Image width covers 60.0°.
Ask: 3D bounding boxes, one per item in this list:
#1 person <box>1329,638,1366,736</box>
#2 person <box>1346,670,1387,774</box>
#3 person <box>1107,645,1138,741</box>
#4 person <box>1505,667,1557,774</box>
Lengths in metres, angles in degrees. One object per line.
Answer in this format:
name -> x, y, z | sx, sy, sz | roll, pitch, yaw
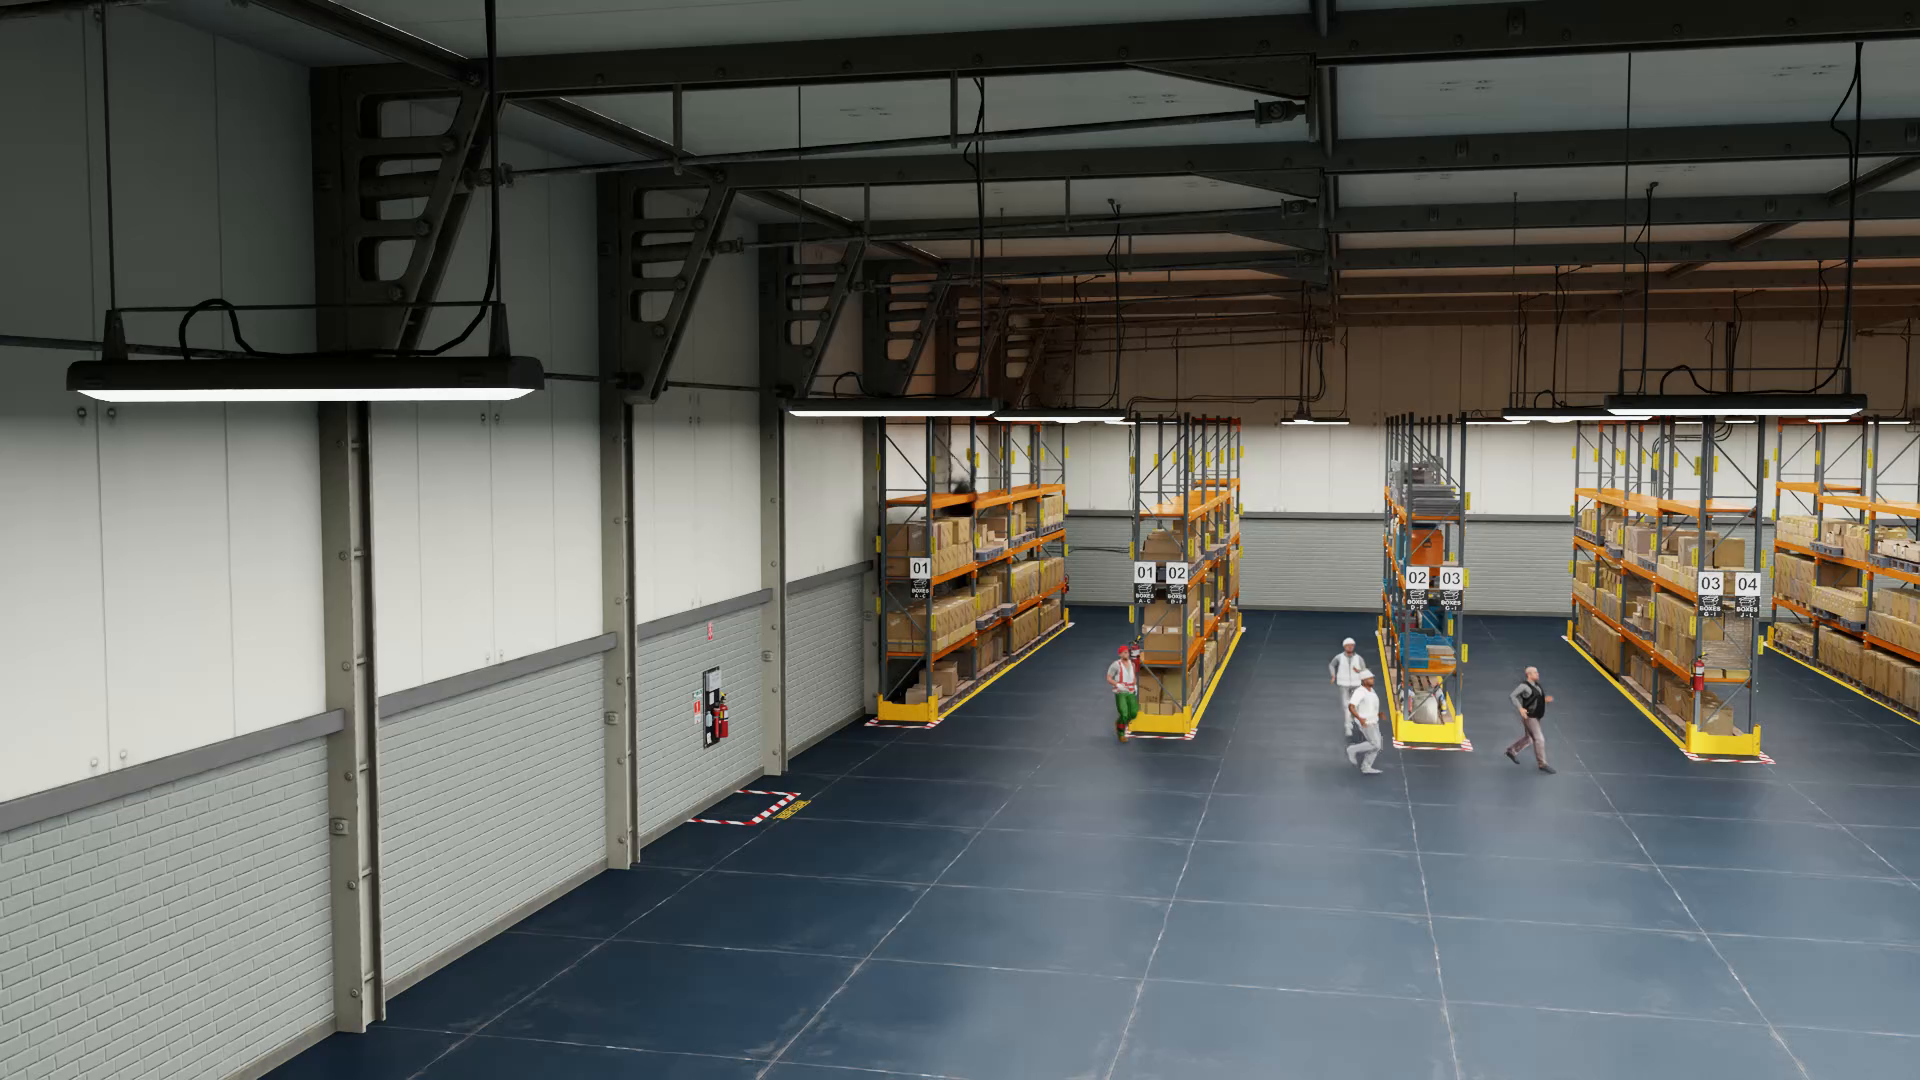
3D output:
person -> 7.259, 2.718, 31.023 | 0.653, 1.757, 0.891 | 0, 4, 2
person -> 6.753, 3.013, 27.527 | 0.525, 1.722, 0.717 | 3, 5, 37
person -> 2.998, 2.794, 30.360 | 0.668, 1.744, 0.594 | -2, 4, -30
person -> 9.506, 2.965, 27.653 | 0.957, 1.718, 0.651 | 4, 5, 43
